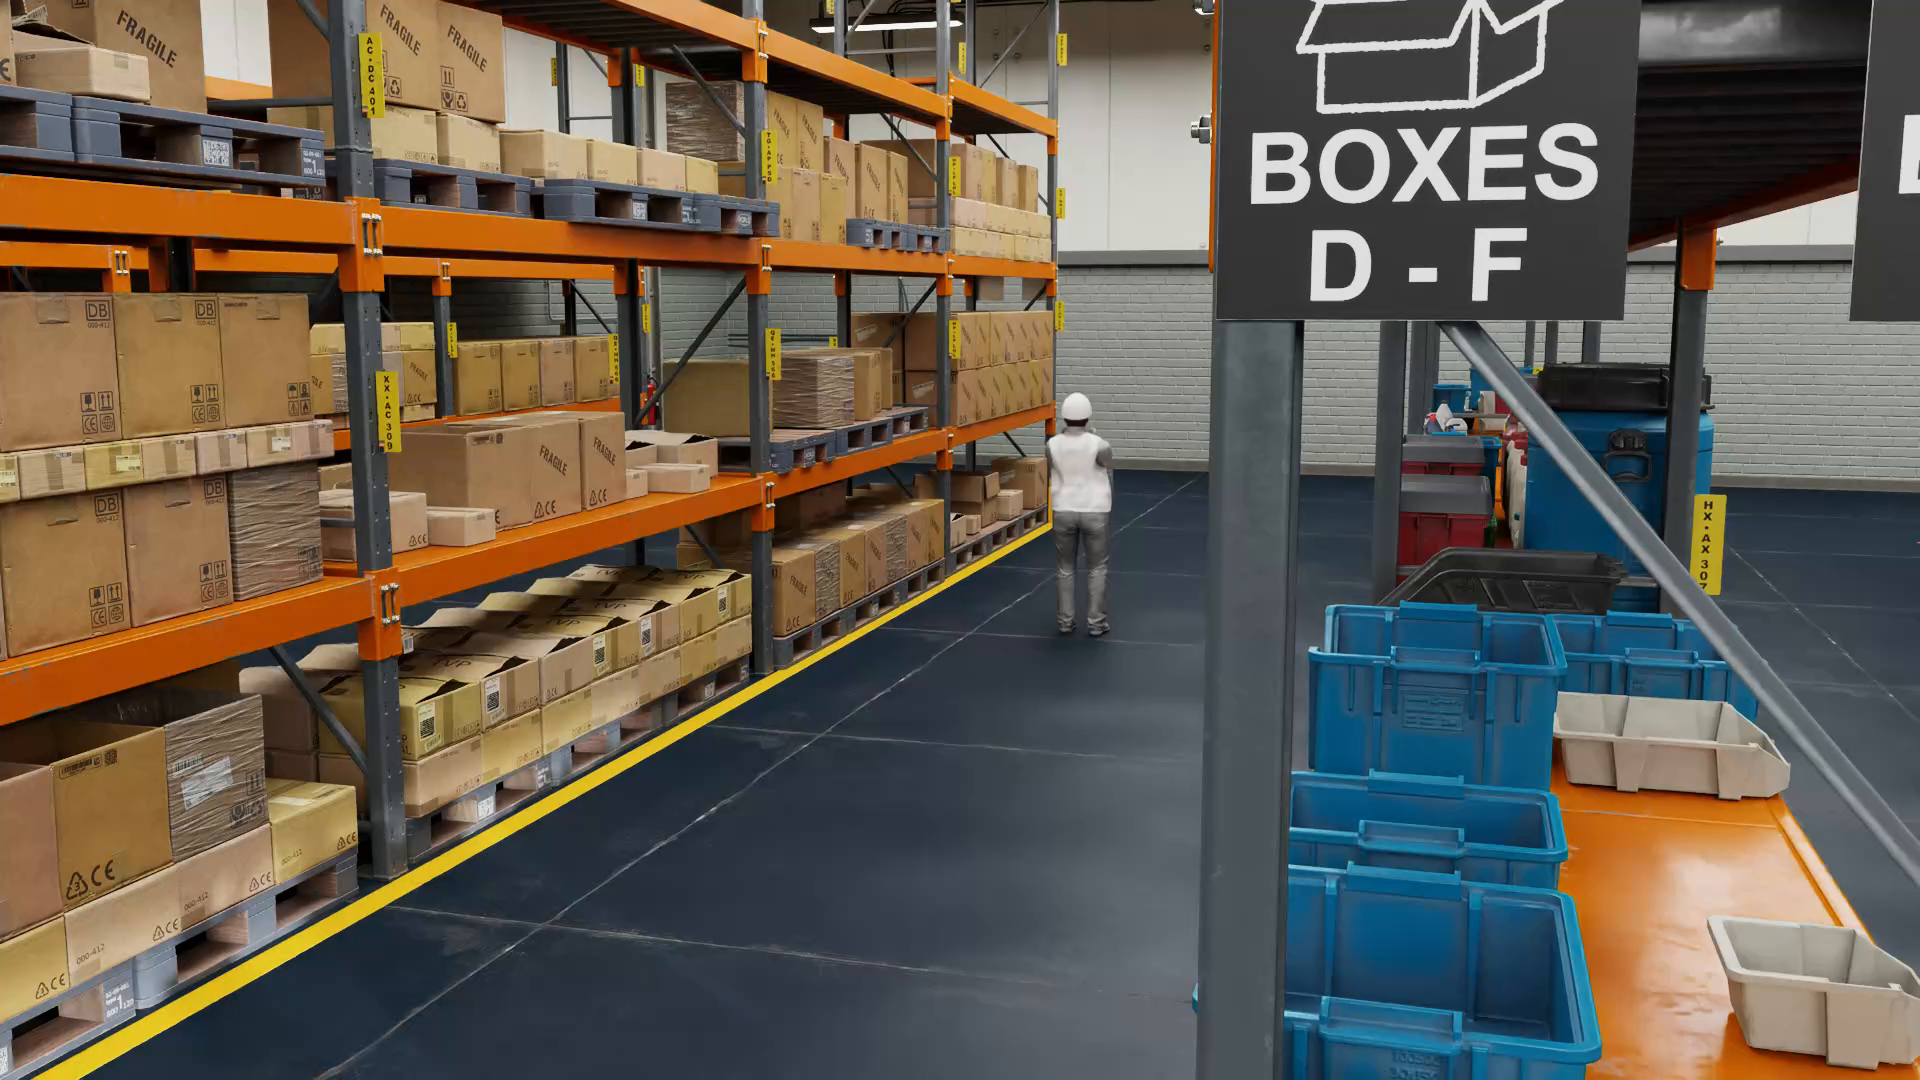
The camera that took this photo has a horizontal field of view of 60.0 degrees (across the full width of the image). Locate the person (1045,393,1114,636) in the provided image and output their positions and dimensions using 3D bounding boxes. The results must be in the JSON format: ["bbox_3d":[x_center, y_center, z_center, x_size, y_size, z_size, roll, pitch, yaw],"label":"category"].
[{"bbox_3d":[0.888,-0.206,12.191,0.494,1.762,0.563,3,9,17],"label":"person"}]
